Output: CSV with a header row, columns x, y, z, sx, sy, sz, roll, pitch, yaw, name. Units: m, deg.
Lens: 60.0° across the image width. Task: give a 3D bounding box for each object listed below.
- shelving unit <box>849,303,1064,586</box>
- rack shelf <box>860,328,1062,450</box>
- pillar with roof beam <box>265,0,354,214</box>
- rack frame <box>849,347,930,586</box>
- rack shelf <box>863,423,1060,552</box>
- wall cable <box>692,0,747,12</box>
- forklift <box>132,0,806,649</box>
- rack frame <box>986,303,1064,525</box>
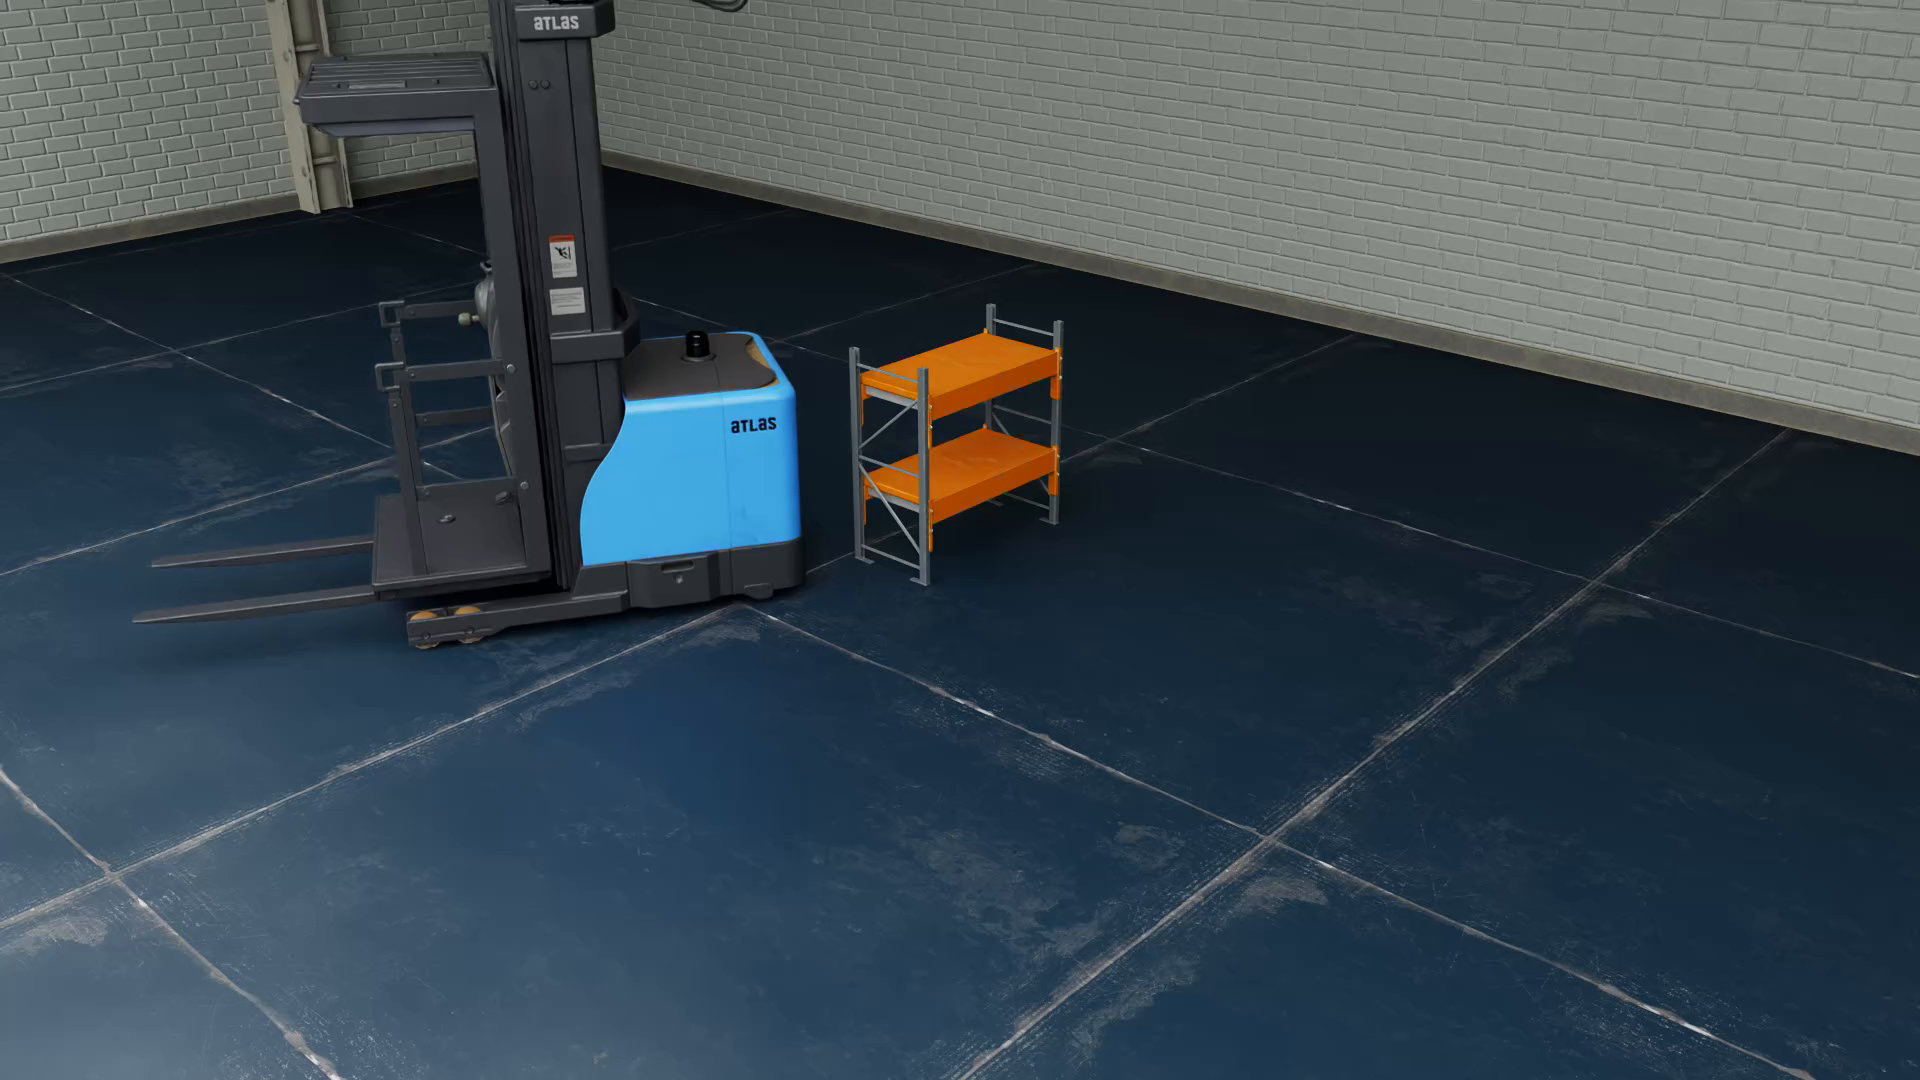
x,y,z,sx,sy,sz,roll,pitch,yaw,name
-0.005,-0.511,8.515,0.538,1.125,1.048,20,31,38,shelving unit
-0.005,-0.778,8.396,0.538,0.278,1.000,20,31,38,rack shelf
-2.808,-6.085,11.323,9.100,9.000,0.400,20,31,38,pillar with roof beam
-0.344,-0.356,8.170,0.500,1.125,0.032,20,31,38,rack frame
-0.005,-0.288,8.615,0.538,0.278,1.000,20,31,38,rack shelf
-3.063,-6.380,15.777,3.097,2.526,0.112,20,31,38,wall cable
-2.330,-1.079,7.575,3.031,2.935,1.130,-7,25,-15,forklift
0.335,-0.666,8.861,0.500,1.125,0.032,20,31,38,rack frame
